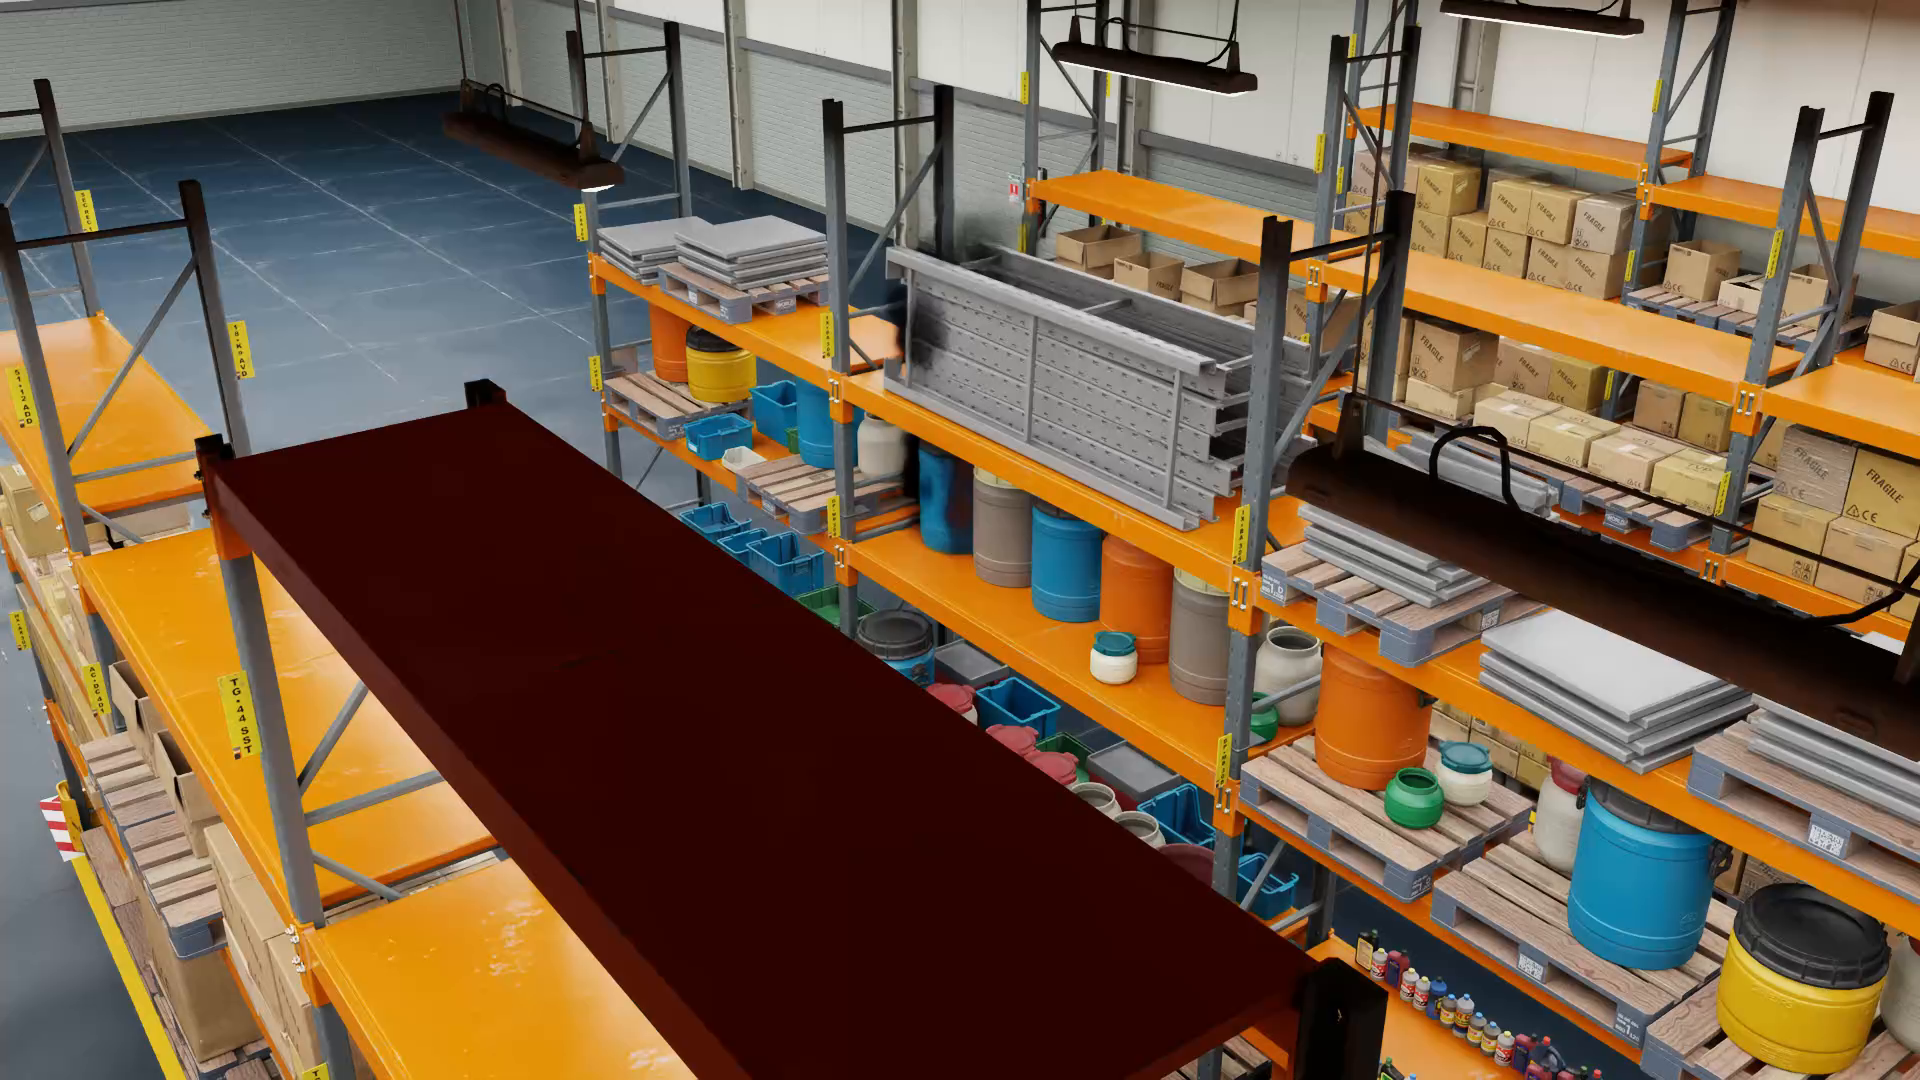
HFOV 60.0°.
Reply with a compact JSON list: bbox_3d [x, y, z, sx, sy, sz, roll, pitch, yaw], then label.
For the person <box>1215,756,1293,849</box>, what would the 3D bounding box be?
[{"bbox_3d":[2.430,1.724,13.179,0.721,1.742,0.876,-21,32,-38],"label":"person"}]
